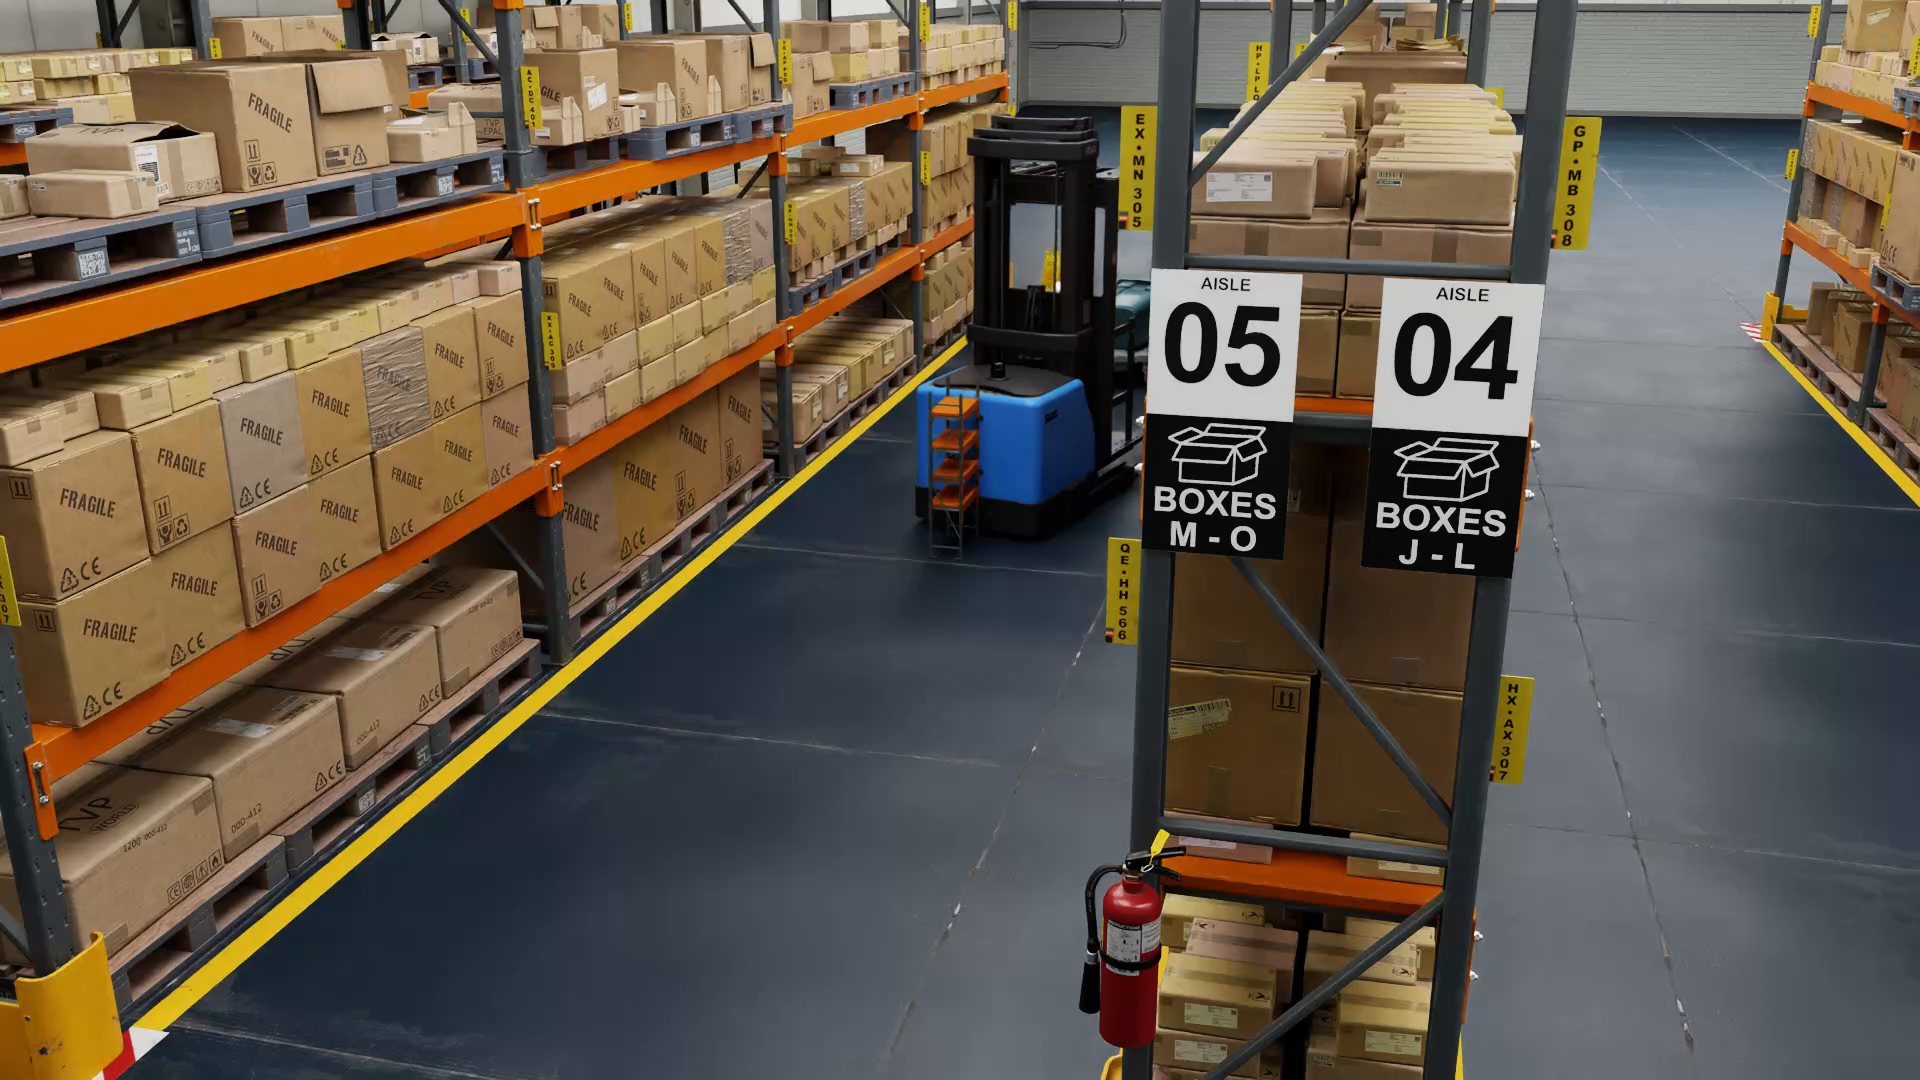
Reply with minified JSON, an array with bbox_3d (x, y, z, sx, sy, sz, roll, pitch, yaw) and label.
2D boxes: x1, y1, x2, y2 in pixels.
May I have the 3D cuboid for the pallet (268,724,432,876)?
[{"bbox_3d":[-3.396,1.221,8.285,1.003,0.211,1.213,5,19,13],"label":"pallet"}]

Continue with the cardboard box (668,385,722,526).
[{"bbox_3d":[-2.333,-0.672,12.151,0.875,0.875,0.875,5,19,14],"label":"cardboard box"}]

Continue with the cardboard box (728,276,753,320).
[{"bbox_3d":[-1.855,-1.800,12.276,0.500,0.250,0.500,4,19,12],"label":"cardboard box"}]

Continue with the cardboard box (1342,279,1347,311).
[{"bbox_3d":[1.115,-0.928,5.855,0.500,0.250,0.500,6,20,16],"label":"cardboard box"}]

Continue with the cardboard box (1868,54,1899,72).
[{"bbox_3d":[8.842,-4.514,15.737,0.380,0.149,0.250,6,20,16],"label":"cardboard box"}]

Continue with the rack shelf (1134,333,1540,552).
[{"bbox_3d":[1.498,-0.807,6.381,1.077,0.370,4.000,5,19,13],"label":"rack shelf"}]

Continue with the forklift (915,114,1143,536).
[{"bbox_3d":[0.798,-1.848,13.064,1.130,2.935,3.031,10,21,26],"label":"forklift"}]

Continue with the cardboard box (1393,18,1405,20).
[{"bbox_3d":[4.946,-5.519,18.032,0.500,0.250,0.500,5,19,13],"label":"cardboard box"}]

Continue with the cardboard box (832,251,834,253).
[{"bbox_3d":[-1.318,-2.469,14.515,0.380,0.149,0.250,6,20,17],"label":"cardboard box"}]

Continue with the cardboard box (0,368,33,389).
[{"bbox_3d":[-3.902,-0.585,6.554,0.380,0.149,0.250,4,19,13],"label":"cardboard box"}]

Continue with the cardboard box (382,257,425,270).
[{"bbox_3d":[-3.167,-1.463,9.125,0.380,0.149,0.250,4,19,13],"label":"cardboard box"}]

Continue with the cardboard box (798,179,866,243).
[{"bbox_3d":[-1.153,-2.964,14.961,0.500,0.500,0.500,4,19,11],"label":"cardboard box"}]

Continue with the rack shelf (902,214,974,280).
[{"bbox_3d":[-0.395,-3.508,18.930,1.077,0.370,4.000,5,19,13],"label":"rack shelf"}]

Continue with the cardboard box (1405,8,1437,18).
[{"bbox_3d":[4.483,-5.033,15.991,0.380,0.149,0.250,4,19,13],"label":"cardboard box"}]

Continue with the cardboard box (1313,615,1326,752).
[{"bbox_3d":[1.493,0.422,5.696,0.500,0.500,0.500,5,19,13],"label":"cardboard box"}]

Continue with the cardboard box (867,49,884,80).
[{"bbox_3d":[-1.015,-4.416,15.417,0.500,0.250,0.500,5,19,14],"label":"cardboard box"}]

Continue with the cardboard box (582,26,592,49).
[{"bbox_3d":[-4.691,-6.105,20.182,0.396,0.266,0.258,5,19,14],"label":"cardboard box"}]

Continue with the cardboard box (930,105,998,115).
[{"bbox_3d":[0.049,-4.801,19.441,0.700,0.500,0.500,5,19,14],"label":"cardboard box"}]

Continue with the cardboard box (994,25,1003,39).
[{"bbox_3d":[0.297,-6.024,19.697,0.380,0.149,0.250,5,19,14],"label":"cardboard box"}]

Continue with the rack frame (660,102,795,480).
[{"bbox_3d":[-1.861,-1.968,13.308,1.000,3.000,0.127,5,19,13],"label":"rack frame"}]

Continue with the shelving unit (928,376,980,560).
[{"bbox_3d":[-0.041,-0.516,11.841,0.258,1.200,0.503,5,19,13],"label":"shelving unit"}]

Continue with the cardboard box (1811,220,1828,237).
[{"bbox_3d":[9.206,-3.269,17.506,0.380,0.149,0.250,5,19,13],"label":"cardboard box"}]

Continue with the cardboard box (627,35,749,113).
[{"bbox_3d":[-1.919,-3.308,11.786,0.700,0.500,0.500,4,19,11],"label":"cardboard box"}]

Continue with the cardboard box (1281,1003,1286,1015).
[{"bbox_3d":[1.048,1.703,6.321,0.380,0.149,0.250,5,19,13],"label":"cardboard box"}]

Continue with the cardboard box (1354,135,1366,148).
[{"bbox_3d":[1.373,-1.495,6.743,0.500,0.250,0.500,5,19,14],"label":"cardboard box"}]

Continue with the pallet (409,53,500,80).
[{"bbox_3d":[-5.515,-5.259,18.441,1.003,0.211,1.213,5,19,13],"label":"pallet"}]

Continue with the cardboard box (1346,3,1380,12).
[{"bbox_3d":[4.466,-5.882,18.477,0.380,0.149,0.250,5,19,14],"label":"cardboard box"}]

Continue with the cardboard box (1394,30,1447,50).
[{"bbox_3d":[3.117,-3.290,11.200,0.396,0.266,0.258,5,19,13],"label":"cardboard box"}]

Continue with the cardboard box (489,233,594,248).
[{"bbox_3d":[-2.711,-1.714,10.864,0.500,0.500,0.500,5,20,15],"label":"cardboard box"}]

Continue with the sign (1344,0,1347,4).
[{"bbox_3d":[4.381,-6.032,19.092,0.100,0.325,0.005,5,19,13],"label":"sign"}]

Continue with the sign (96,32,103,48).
[{"bbox_3d":[-7.212,-4.106,14.006,0.100,0.325,0.005,5,19,13],"label":"sign"}]

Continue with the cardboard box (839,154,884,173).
[{"bbox_3d":[-0.933,-3.536,15.630,0.380,0.149,0.250,4,19,12],"label":"cardboard box"}]

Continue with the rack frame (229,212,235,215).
[{"bbox_3d":[-6.675,-2.358,14.452,1.000,3.000,0.127,5,19,13],"label":"rack frame"}]

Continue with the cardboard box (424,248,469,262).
[{"bbox_3d":[-5.765,-3.152,18.834,0.500,0.250,0.500,5,20,14],"label":"cardboard box"}]

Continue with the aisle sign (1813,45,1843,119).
[{"bbox_3d":[9.427,-4.966,18.063,0.394,0.787,0.004,5,19,13],"label":"aisle sign"}]

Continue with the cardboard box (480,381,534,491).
[{"bbox_3d":[-2.704,-0.596,9.136,0.500,0.500,0.500,5,19,14],"label":"cardboard box"}]

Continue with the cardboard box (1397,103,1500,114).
[{"bbox_3d":[1.884,-1.601,6.436,0.380,0.149,0.250,5,19,13],"label":"cardboard box"}]

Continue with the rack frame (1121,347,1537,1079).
[{"bbox_3d":[1.009,0.899,4.915,1.000,3.000,0.127,5,19,13],"label":"rack frame"}]

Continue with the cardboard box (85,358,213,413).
[{"bbox_3d":[-3.244,-0.621,6.660,0.380,0.149,0.250,4,19,12],"label":"cardboard box"}]

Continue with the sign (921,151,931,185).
[{"bbox_3d":[-0.345,-3.727,16.666,0.100,0.325,0.005,5,19,13],"label":"sign"}]

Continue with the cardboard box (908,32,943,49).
[{"bbox_3d":[-0.382,-5.138,17.104,0.380,0.149,0.250,4,19,12],"label":"cardboard box"}]

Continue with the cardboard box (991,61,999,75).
[{"bbox_3d":[0.248,-5.561,19.577,0.380,0.149,0.250,5,19,14],"label":"cardboard box"}]

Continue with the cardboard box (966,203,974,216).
[{"bbox_3d":[-0.035,-3.816,19.107,0.380,0.149,0.250,4,19,13],"label":"cardboard box"}]

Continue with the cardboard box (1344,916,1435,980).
[{"bbox_3d":[1.603,1.466,6.096,0.380,0.149,0.250,5,19,13],"label":"cardboard box"}]

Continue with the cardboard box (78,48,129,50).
[{"bbox_3d":[-7.034,-3.943,13.605,0.380,0.149,0.250,4,19,11],"label":"cardboard box"}]

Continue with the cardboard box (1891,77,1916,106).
[{"bbox_3d":[8.584,-3.951,14.705,0.500,0.250,0.500,5,20,15],"label":"cardboard box"}]

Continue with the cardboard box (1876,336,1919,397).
[{"bbox_3d":[8.862,-1.577,15.381,0.500,0.500,0.500,4,19,12],"label":"cardboard box"}]

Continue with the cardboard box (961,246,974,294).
[{"bbox_3d":[-0.104,-3.134,19.167,0.500,0.500,0.500,4,19,12],"label":"cardboard box"}]

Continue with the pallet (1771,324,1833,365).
[{"bbox_3d":[9.452,-2.097,18.001,1.003,0.211,1.213,5,19,13],"label":"pallet"}]

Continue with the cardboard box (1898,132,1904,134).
[{"bbox_3d":[9.437,-3.692,16.194,0.500,0.500,0.500,5,19,13],"label":"cardboard box"}]

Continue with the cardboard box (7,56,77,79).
[{"bbox_3d":[-6.789,-3.499,12.304,0.380,0.149,0.250,5,19,14],"label":"cardboard box"}]

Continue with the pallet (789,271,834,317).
[{"bbox_3d":[-1.790,-2.109,14.017,1.213,0.211,1.003,5,19,13],"label":"pallet"}]

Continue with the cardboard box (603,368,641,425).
[{"bbox_3d":[-2.350,-0.922,10.479,0.500,0.250,0.500,4,19,12],"label":"cardboard box"}]

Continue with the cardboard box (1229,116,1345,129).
[{"bbox_3d":[1.149,-1.401,5.850,0.380,0.149,0.250,5,20,15],"label":"cardboard box"}]
